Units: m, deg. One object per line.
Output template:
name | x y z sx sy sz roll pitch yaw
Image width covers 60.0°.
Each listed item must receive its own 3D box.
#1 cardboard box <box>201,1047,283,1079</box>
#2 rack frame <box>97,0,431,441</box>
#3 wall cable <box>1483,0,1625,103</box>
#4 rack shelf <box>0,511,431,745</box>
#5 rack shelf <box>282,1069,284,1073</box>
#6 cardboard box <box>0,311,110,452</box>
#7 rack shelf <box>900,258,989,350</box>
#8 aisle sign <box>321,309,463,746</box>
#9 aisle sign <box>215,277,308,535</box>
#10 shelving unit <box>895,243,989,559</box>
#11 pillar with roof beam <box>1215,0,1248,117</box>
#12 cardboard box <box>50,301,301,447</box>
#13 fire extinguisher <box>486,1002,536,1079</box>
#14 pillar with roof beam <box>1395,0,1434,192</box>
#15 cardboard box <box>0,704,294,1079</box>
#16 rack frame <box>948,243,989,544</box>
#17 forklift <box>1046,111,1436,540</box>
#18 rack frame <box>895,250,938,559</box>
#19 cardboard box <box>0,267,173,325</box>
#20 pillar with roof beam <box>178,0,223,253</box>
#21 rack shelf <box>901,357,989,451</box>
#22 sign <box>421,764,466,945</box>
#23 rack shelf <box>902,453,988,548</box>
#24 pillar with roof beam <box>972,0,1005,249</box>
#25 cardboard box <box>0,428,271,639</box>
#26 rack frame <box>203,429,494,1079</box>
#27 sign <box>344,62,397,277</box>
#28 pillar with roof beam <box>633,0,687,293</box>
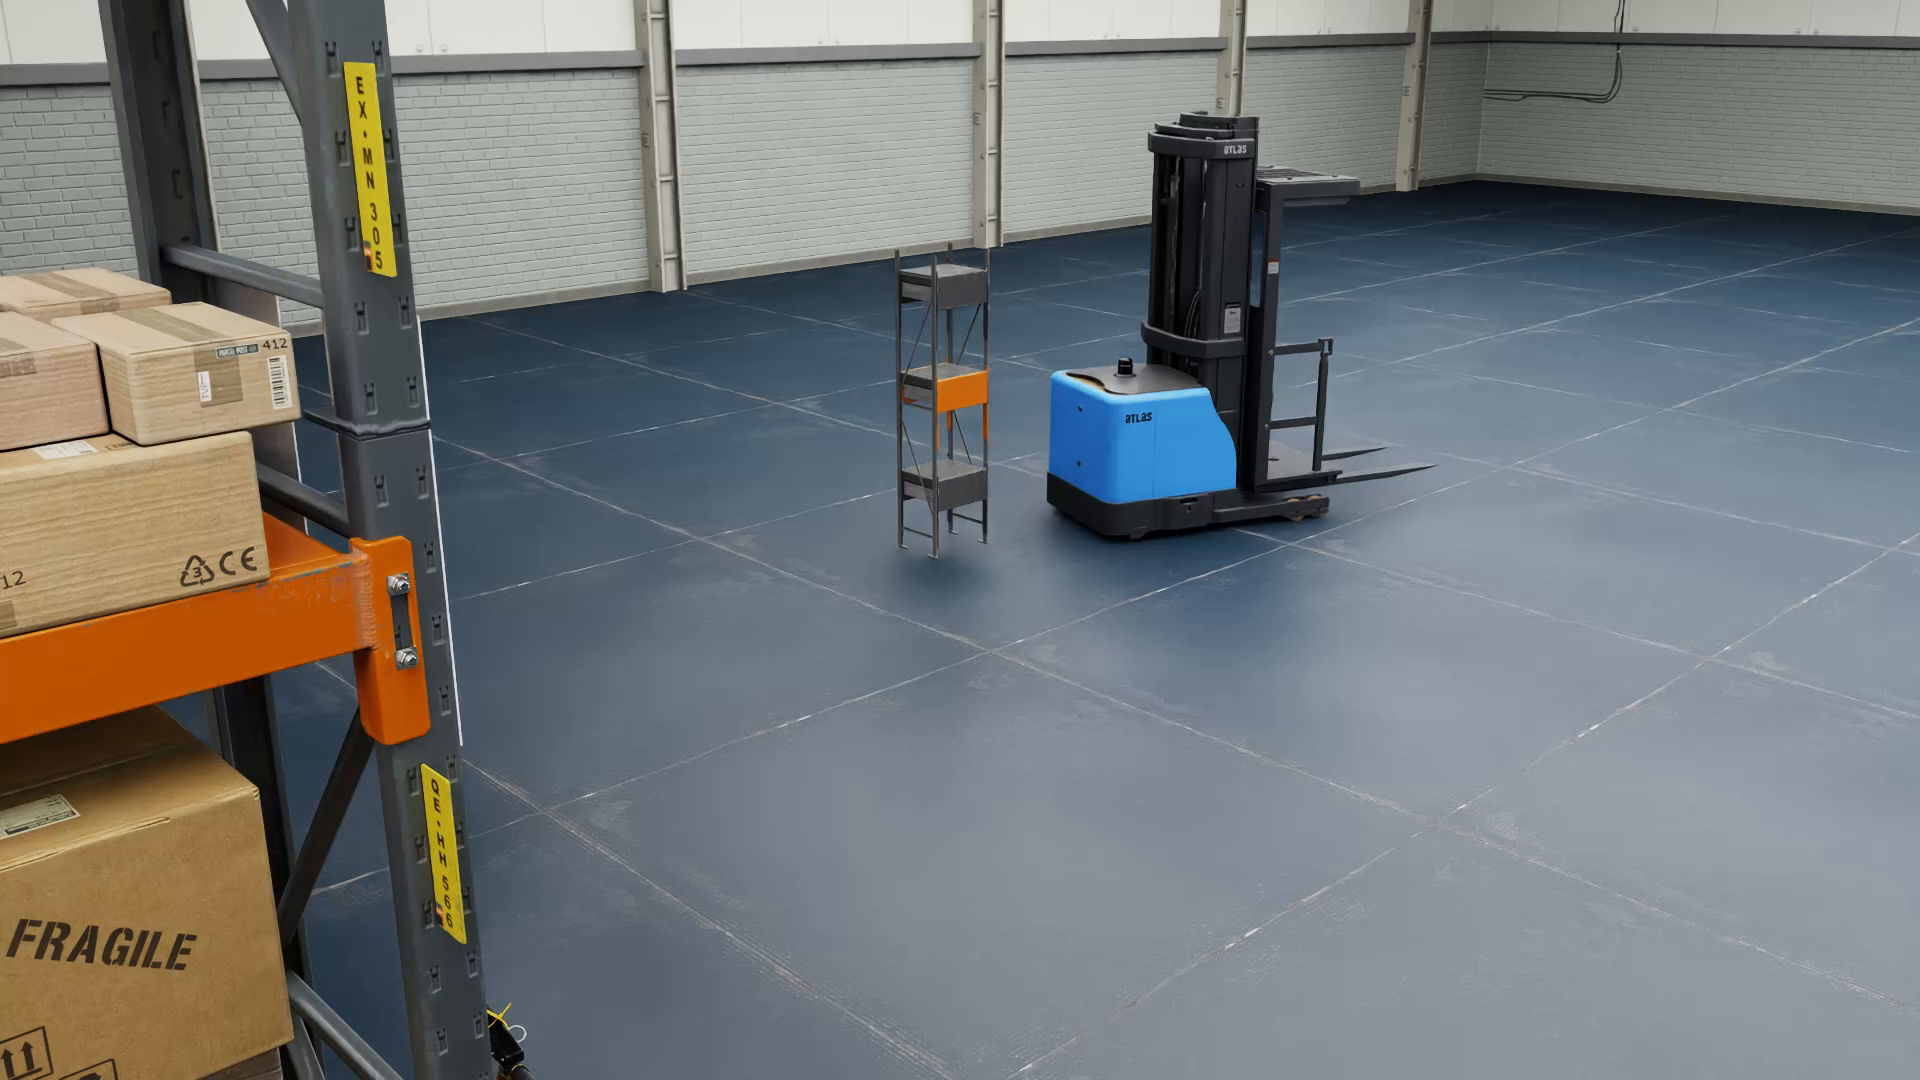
cardboard box | -1.713 1.059 3.210 0.500 0.500 0.875 -16 24 -41
rack frame | -1.294 -1.716 2.686 0.127 3.000 1.000 -16 24 -41
wall cable | 12.206 -10.310 34.229 0.112 2.526 3.097 -16 24 -41
rack shelf | -2.748 0.477 1.953 4.000 0.370 1.077 -16 24 -41
rack shelf | -2.748 1.904 2.415 4.000 0.370 1.077 -16 24 -41
cardboard box | -1.551 -0.250 2.624 0.380 0.149 0.250 17 25 42
rack shelf | -0.120 -1.617 11.341 0.480 0.518 0.431 -16 24 -41
aisle sign | -1.043 -0.045 3.044 0.004 0.787 0.394 -16 24 -41
aisle sign | -1.455 -0.179 3.458 0.004 0.787 0.394 -16 24 -41
shelving unit | -0.120 -0.964 11.553 0.503 2.100 0.431 -16 24 -41
pillar with roof beam | 7.755 -9.223 25.842 0.400 9.000 9.100 -16 24 -41
cardboard box | -1.282 -0.278 2.713 0.250 0.149 0.380 -16 24 -41
fire extinguisher | -0.895 1.254 3.380 0.183 0.674 0.296 -16 24 -41
pillar with roof beam | 12.115 -10.495 29.763 0.400 9.000 9.100 -16 24 -41
cardboard box | -1.524 0.645 2.866 0.500 0.500 0.500 -16 24 -41
rack frame | 0.057 -1.015 11.712 0.015 2.100 0.400 -16 24 -41
forklift | 2.223 -1.678 12.407 3.031 2.935 1.130 -8 19 -22
rack frame | -0.298 -0.912 11.393 0.015 2.100 0.400 -16 24 -41
cardboard box | -1.653 -0.401 3.090 0.250 0.149 0.380 -16 24 -41
pillar with roof beam | -5.324 -5.409 14.078 0.400 9.000 9.100 -16 24 -41
rack shelf | -0.120 -0.951 11.557 0.480 0.518 0.431 -16 24 -41
sign | -0.928 0.565 2.987 0.005 0.325 0.100 -16 24 -41
rack shelf | -0.120 -0.285 11.773 0.480 0.518 0.431 -16 24 -41
pillar with roof beam | 3.396 -7.952 21.921 0.400 9.000 9.100 -16 24 -41
cardboard box | -1.470 -0.058 2.681 0.500 0.250 0.500 -16 24 -40
rack frame | -1.294 1.138 3.611 0.127 3.000 1.000 -16 24 -41
sign | -0.928 -0.581 2.615 0.005 0.325 0.100 -16 24 -41
pillar with roof beam | -0.964 -6.681 17.999 0.400 9.000 9.100 -16 24 -41
